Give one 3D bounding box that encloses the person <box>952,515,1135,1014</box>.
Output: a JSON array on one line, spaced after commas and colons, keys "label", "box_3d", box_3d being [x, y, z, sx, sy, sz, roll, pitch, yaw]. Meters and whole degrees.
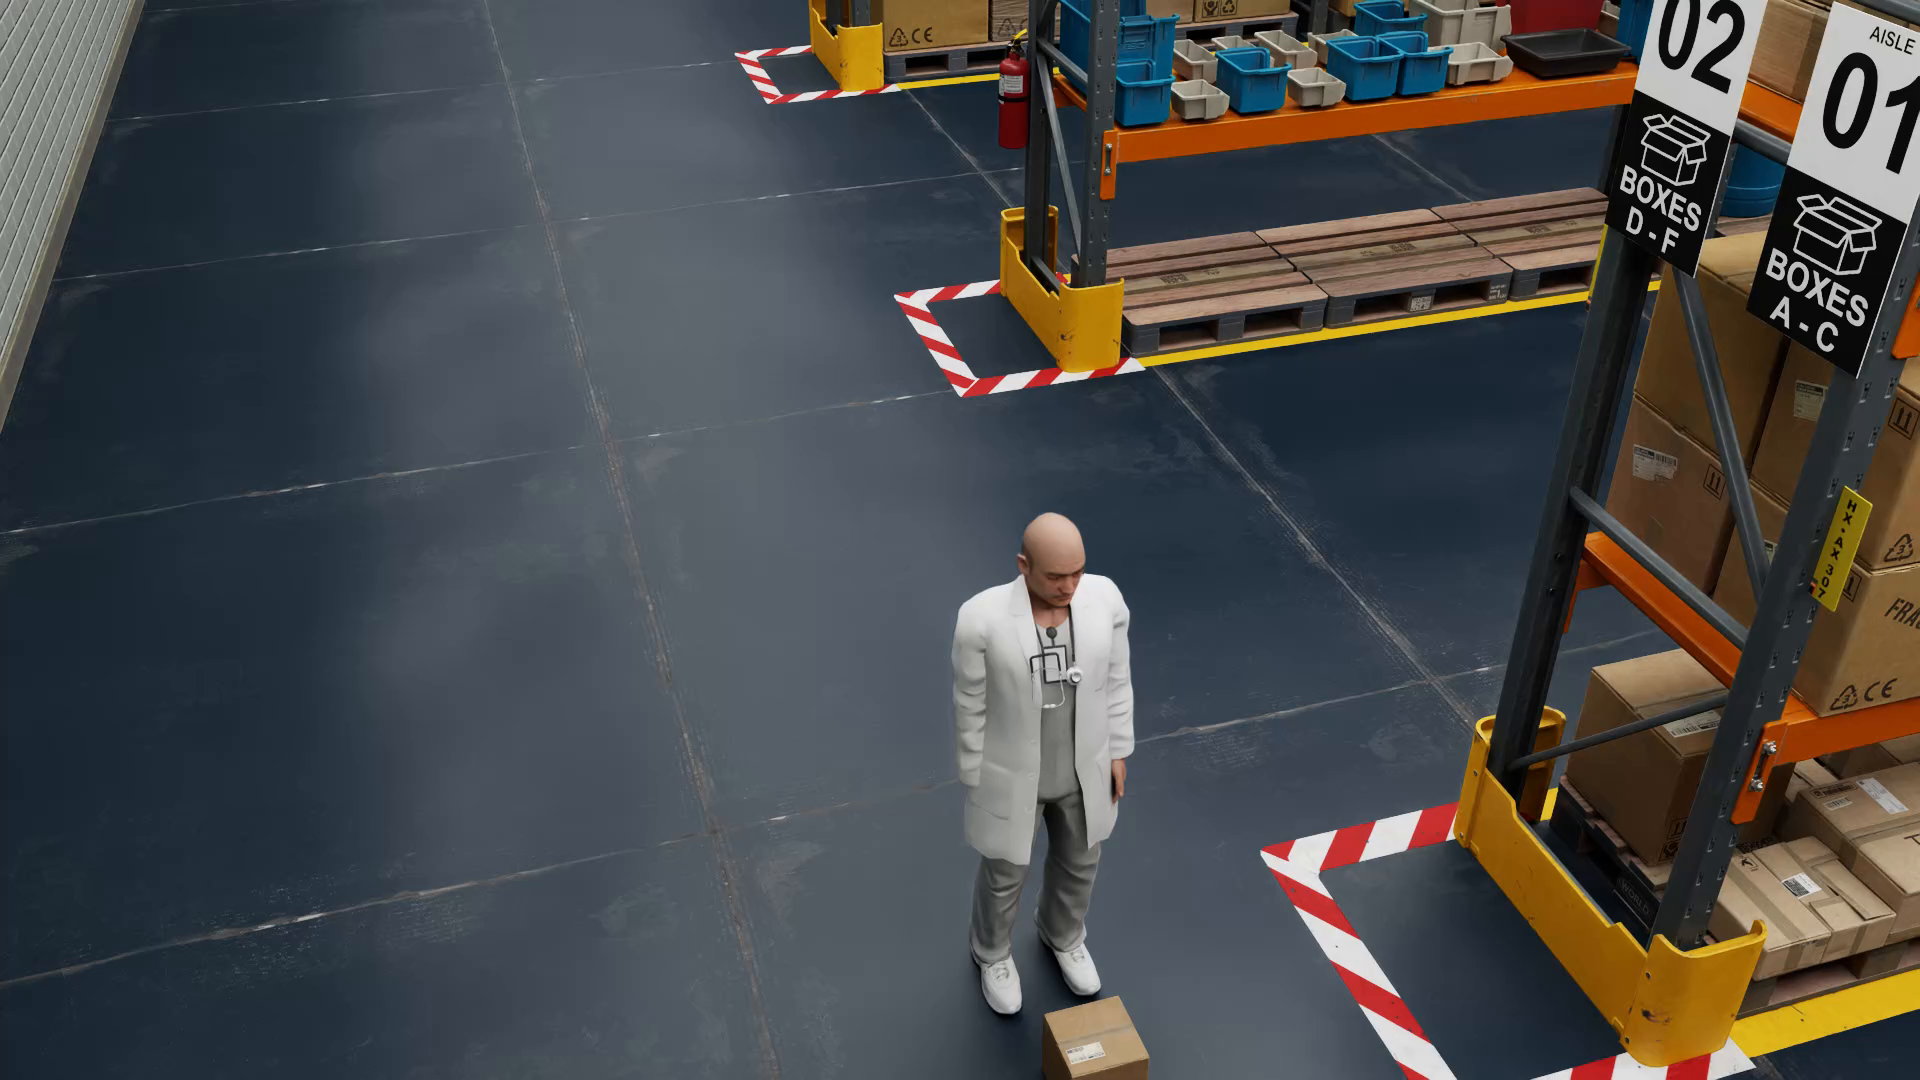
[{"label": "person", "box_3d": [0.269, 0.699, 5.103, 0.562, 1.774, 0.377, -9, 35, -14]}]
